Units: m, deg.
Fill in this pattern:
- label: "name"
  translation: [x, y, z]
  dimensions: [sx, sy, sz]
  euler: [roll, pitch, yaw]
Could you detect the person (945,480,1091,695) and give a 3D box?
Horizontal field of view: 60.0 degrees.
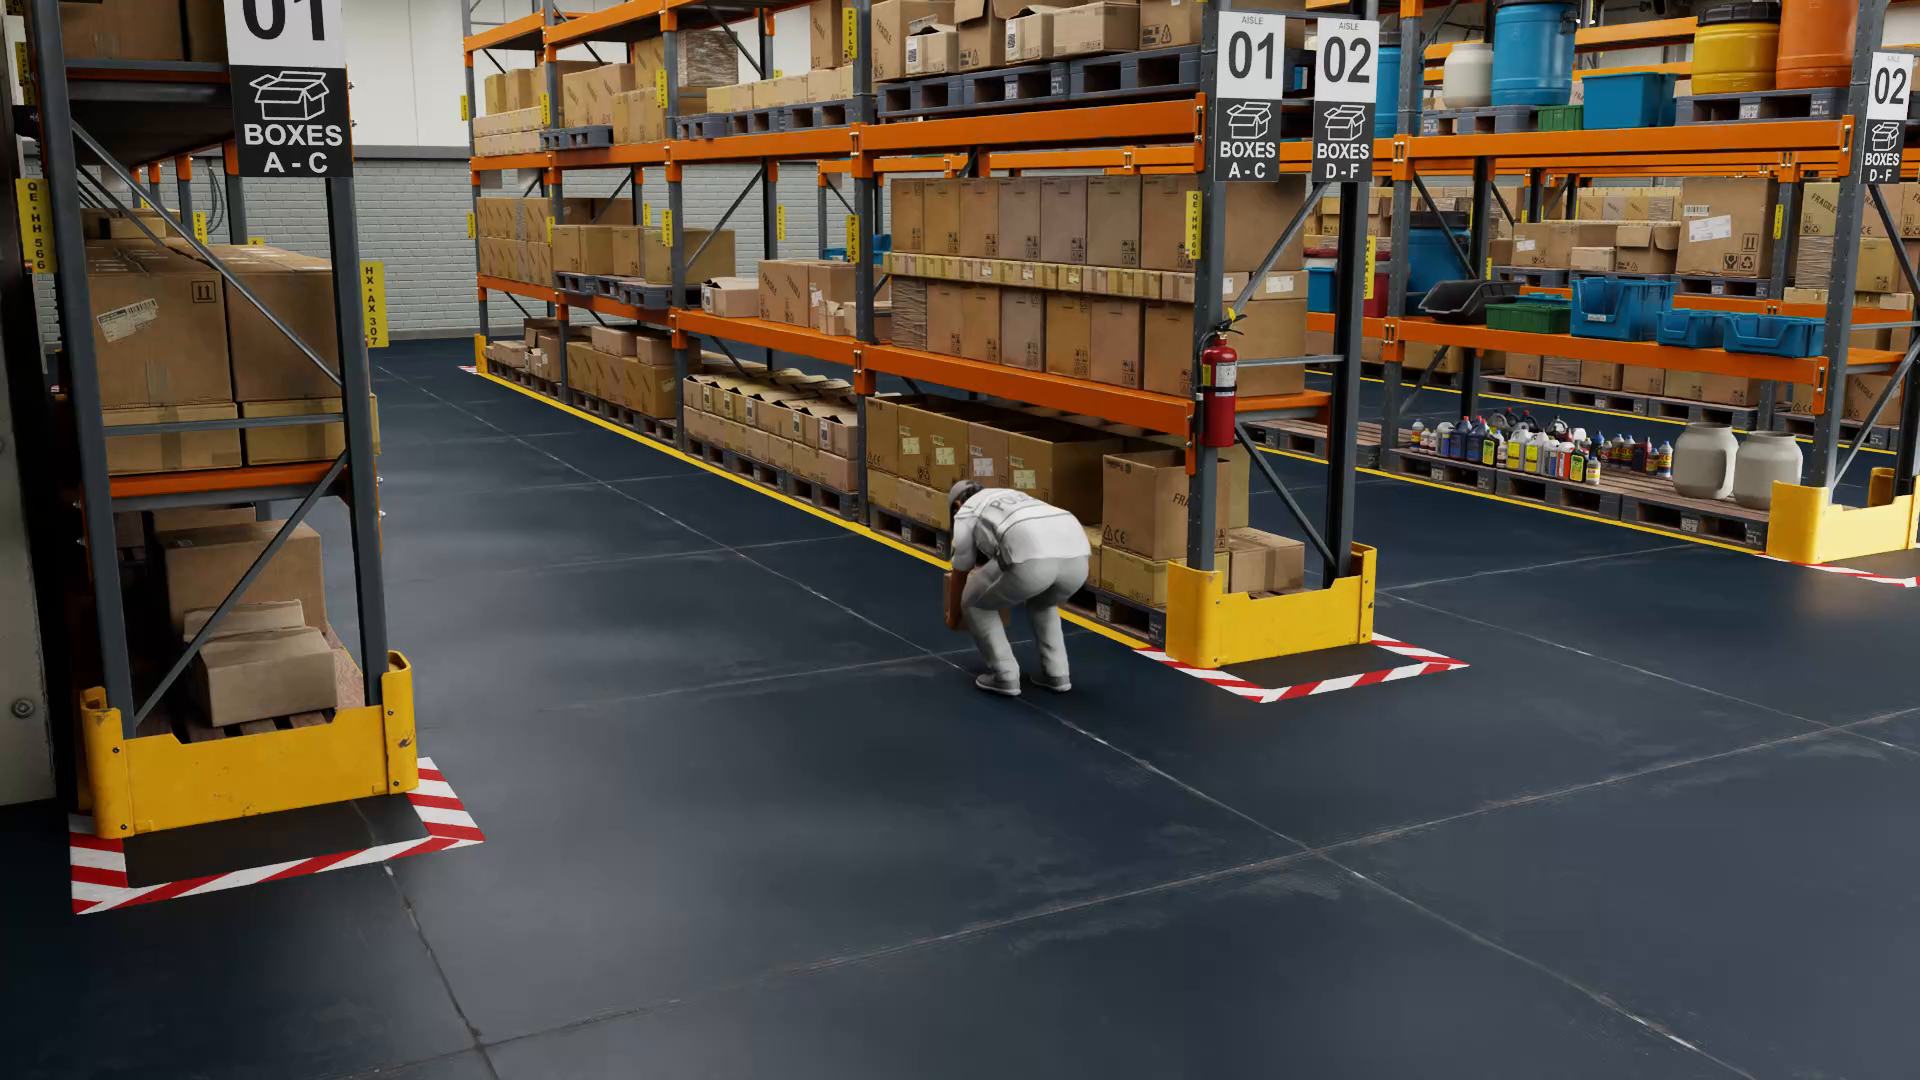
- label: "person"
  translation: [0.240, 0.231, 8.066]
  dimensions: [0.453, 0.966, 0.934]
  euler: [-7, 14, -31]
